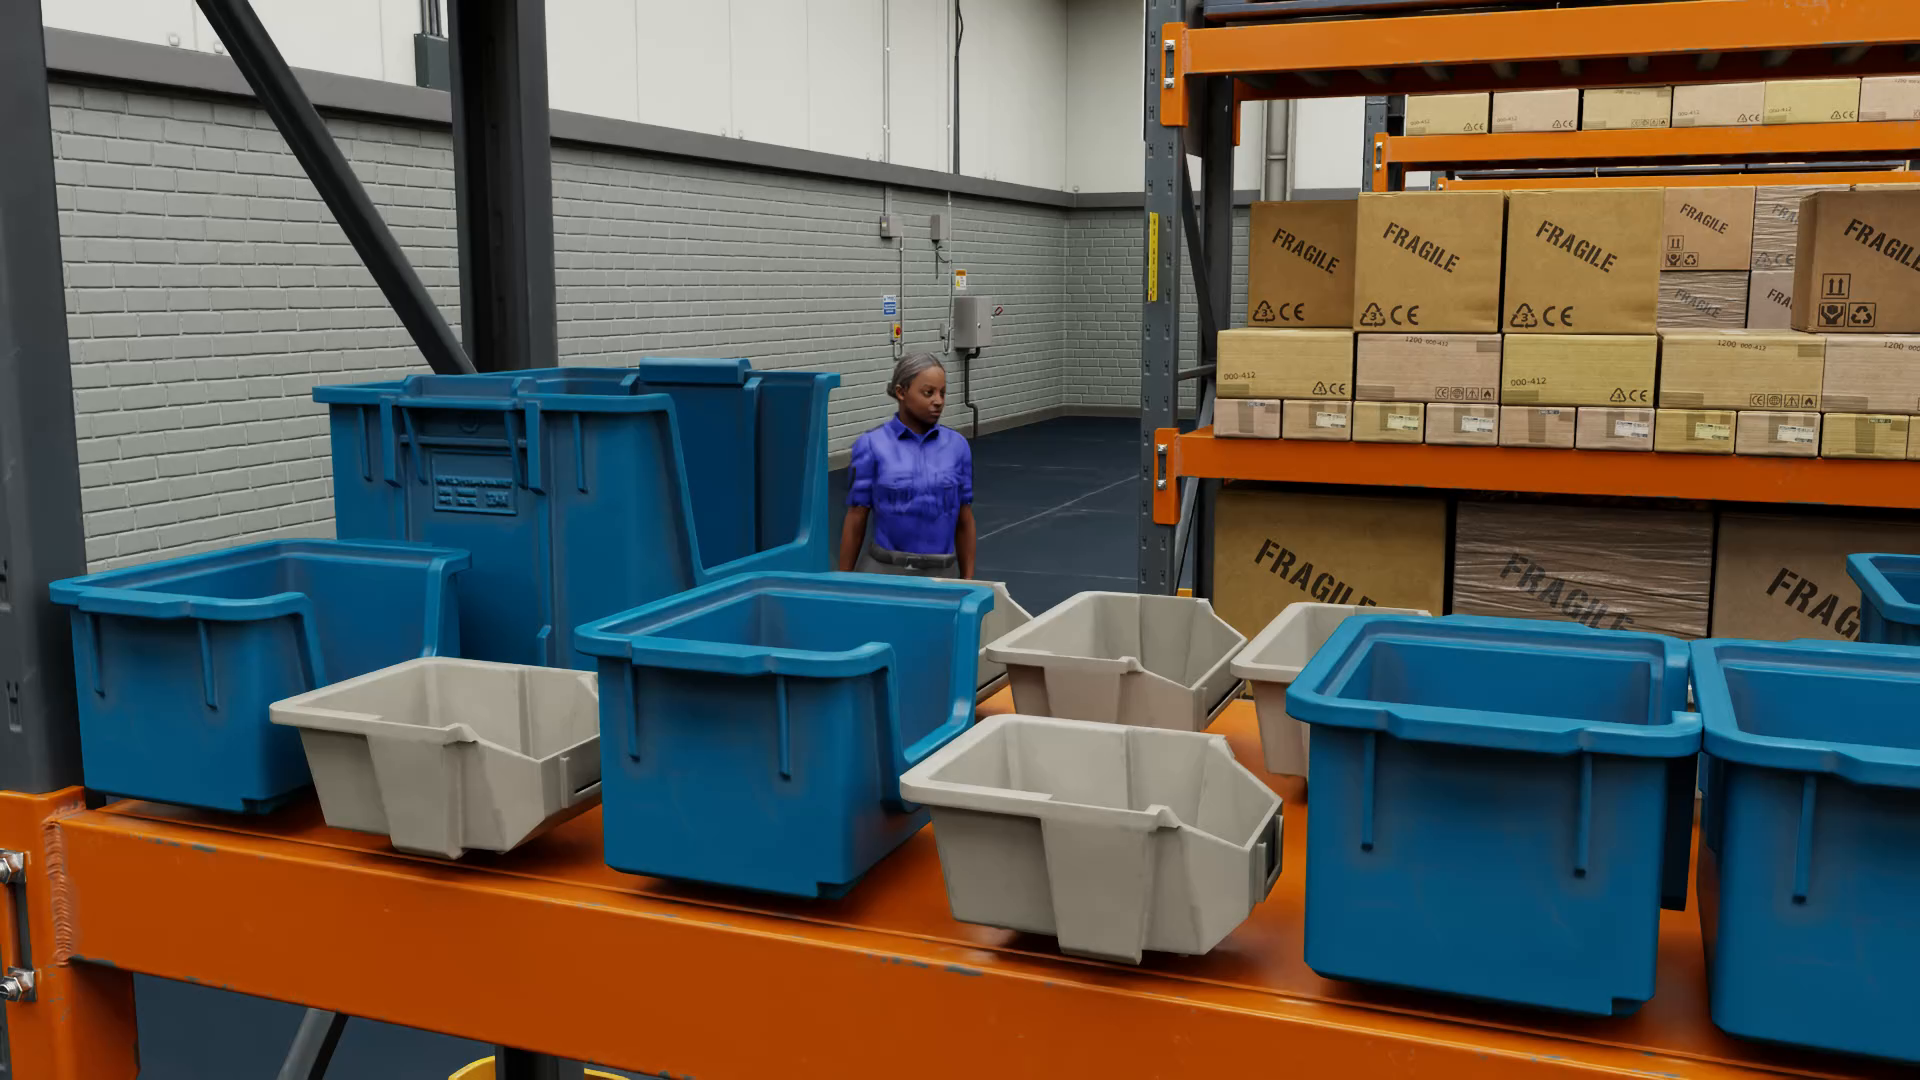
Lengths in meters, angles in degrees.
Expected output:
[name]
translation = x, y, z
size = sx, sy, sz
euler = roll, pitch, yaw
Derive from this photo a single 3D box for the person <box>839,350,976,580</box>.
[person]
translation = -0.188, 0.173, 5.690
size = 0.511, 1.638, 0.617
euler = -2, 9, -13
